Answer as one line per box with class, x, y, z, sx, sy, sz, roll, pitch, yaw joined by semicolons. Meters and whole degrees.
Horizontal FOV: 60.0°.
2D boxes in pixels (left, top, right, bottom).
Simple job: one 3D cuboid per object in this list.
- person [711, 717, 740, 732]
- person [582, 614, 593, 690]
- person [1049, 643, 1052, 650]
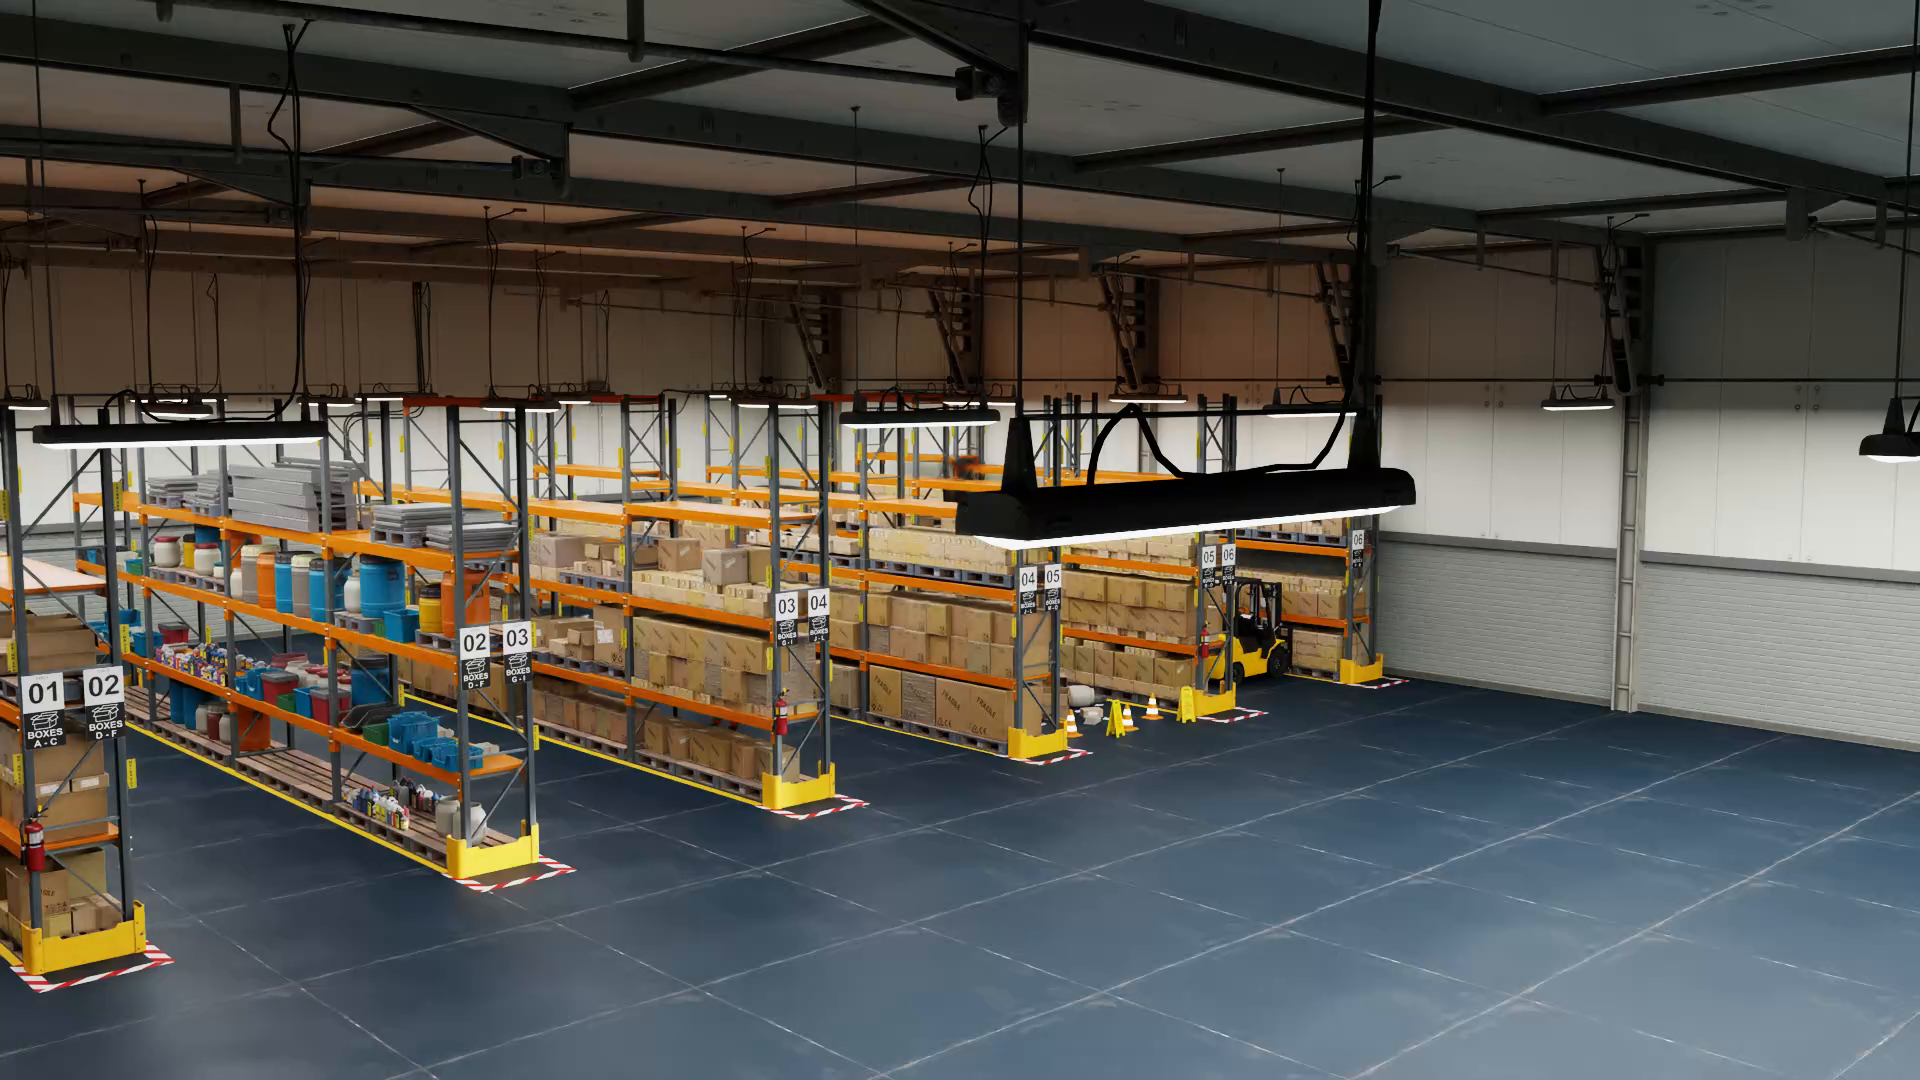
person;-3.982;2.684;29.180;0.824;1.733;0.656;-1;6;-8
person;-7.658;2.286;33.777;0.904;1.582;0.614;3;6;28
person;1.746;1.892;37.351;0.571;1.642;0.903;-5;8;-44
